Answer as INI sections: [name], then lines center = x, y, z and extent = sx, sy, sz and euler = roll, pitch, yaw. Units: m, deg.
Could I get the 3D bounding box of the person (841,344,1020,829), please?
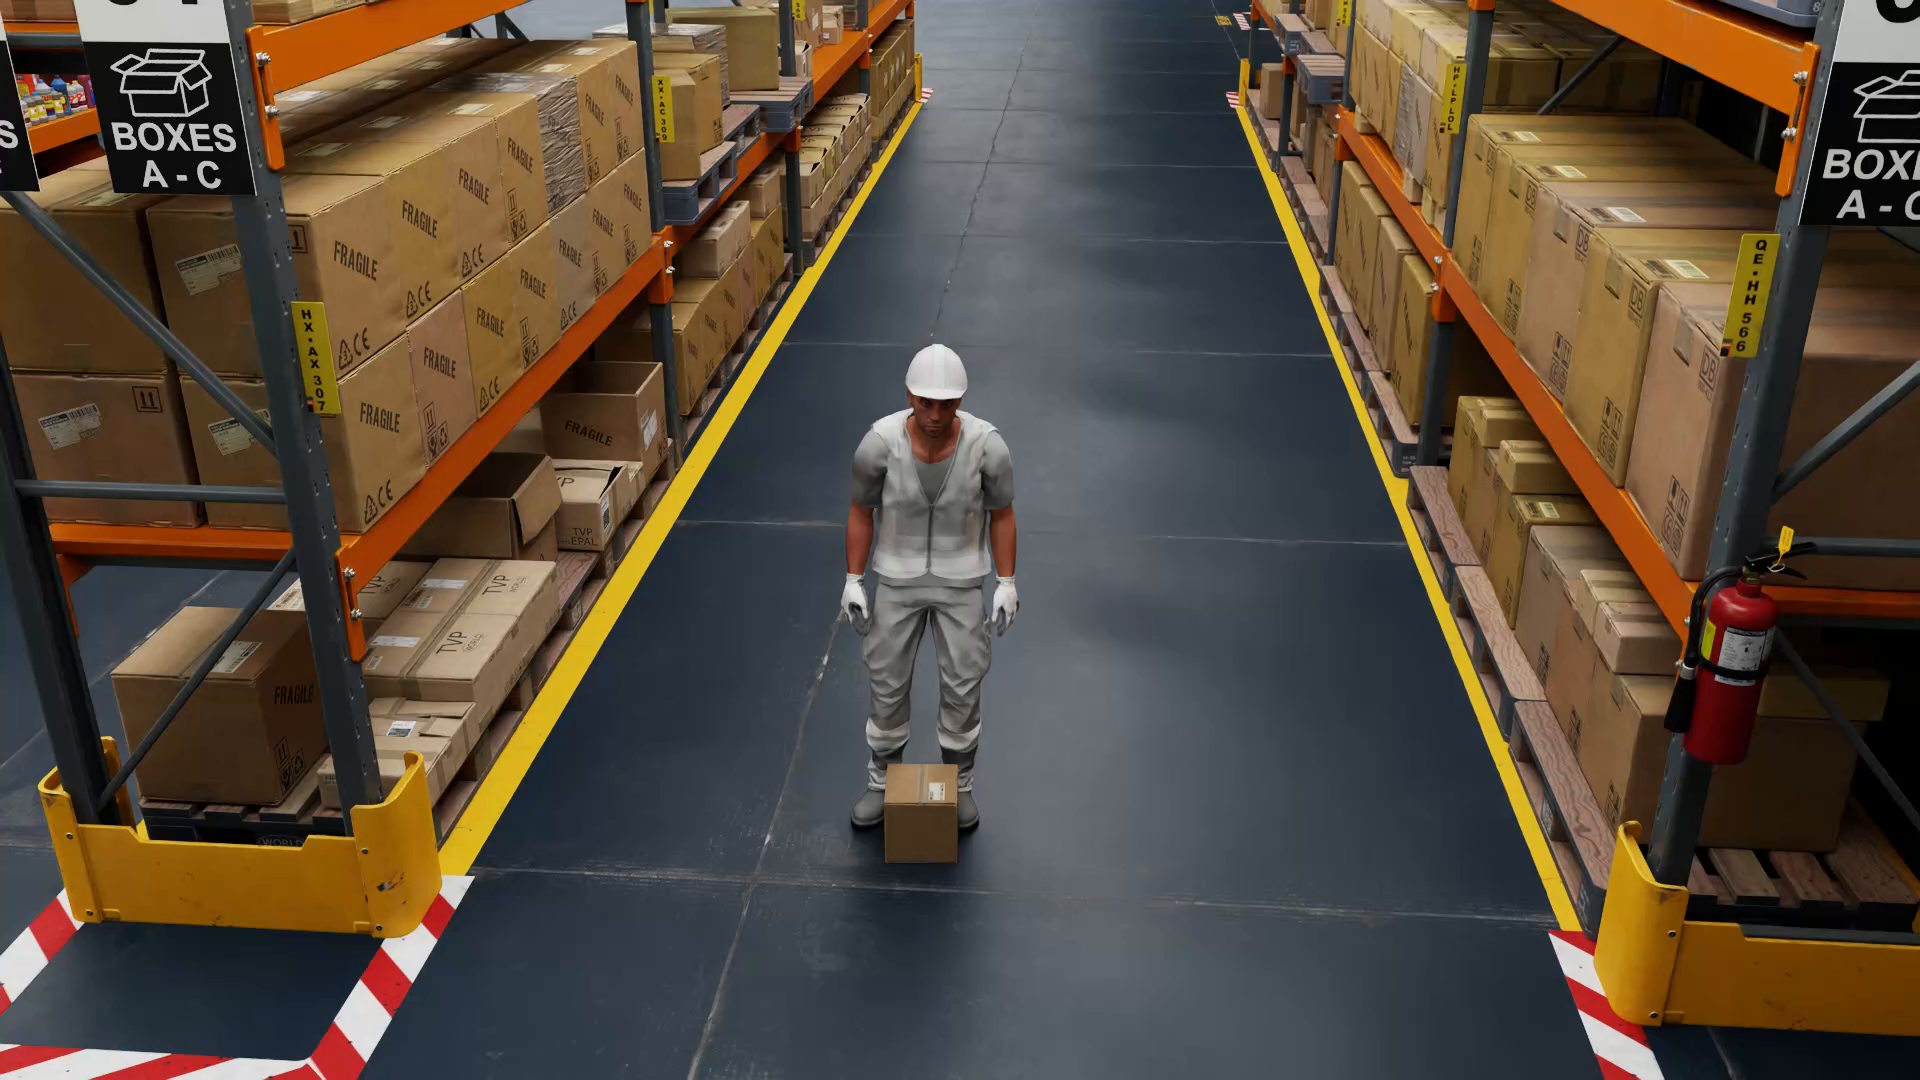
[person]
center = -0.101, 0.171, 5.712
extent = 0.616, 1.775, 0.453
euler = 0, 24, 1
